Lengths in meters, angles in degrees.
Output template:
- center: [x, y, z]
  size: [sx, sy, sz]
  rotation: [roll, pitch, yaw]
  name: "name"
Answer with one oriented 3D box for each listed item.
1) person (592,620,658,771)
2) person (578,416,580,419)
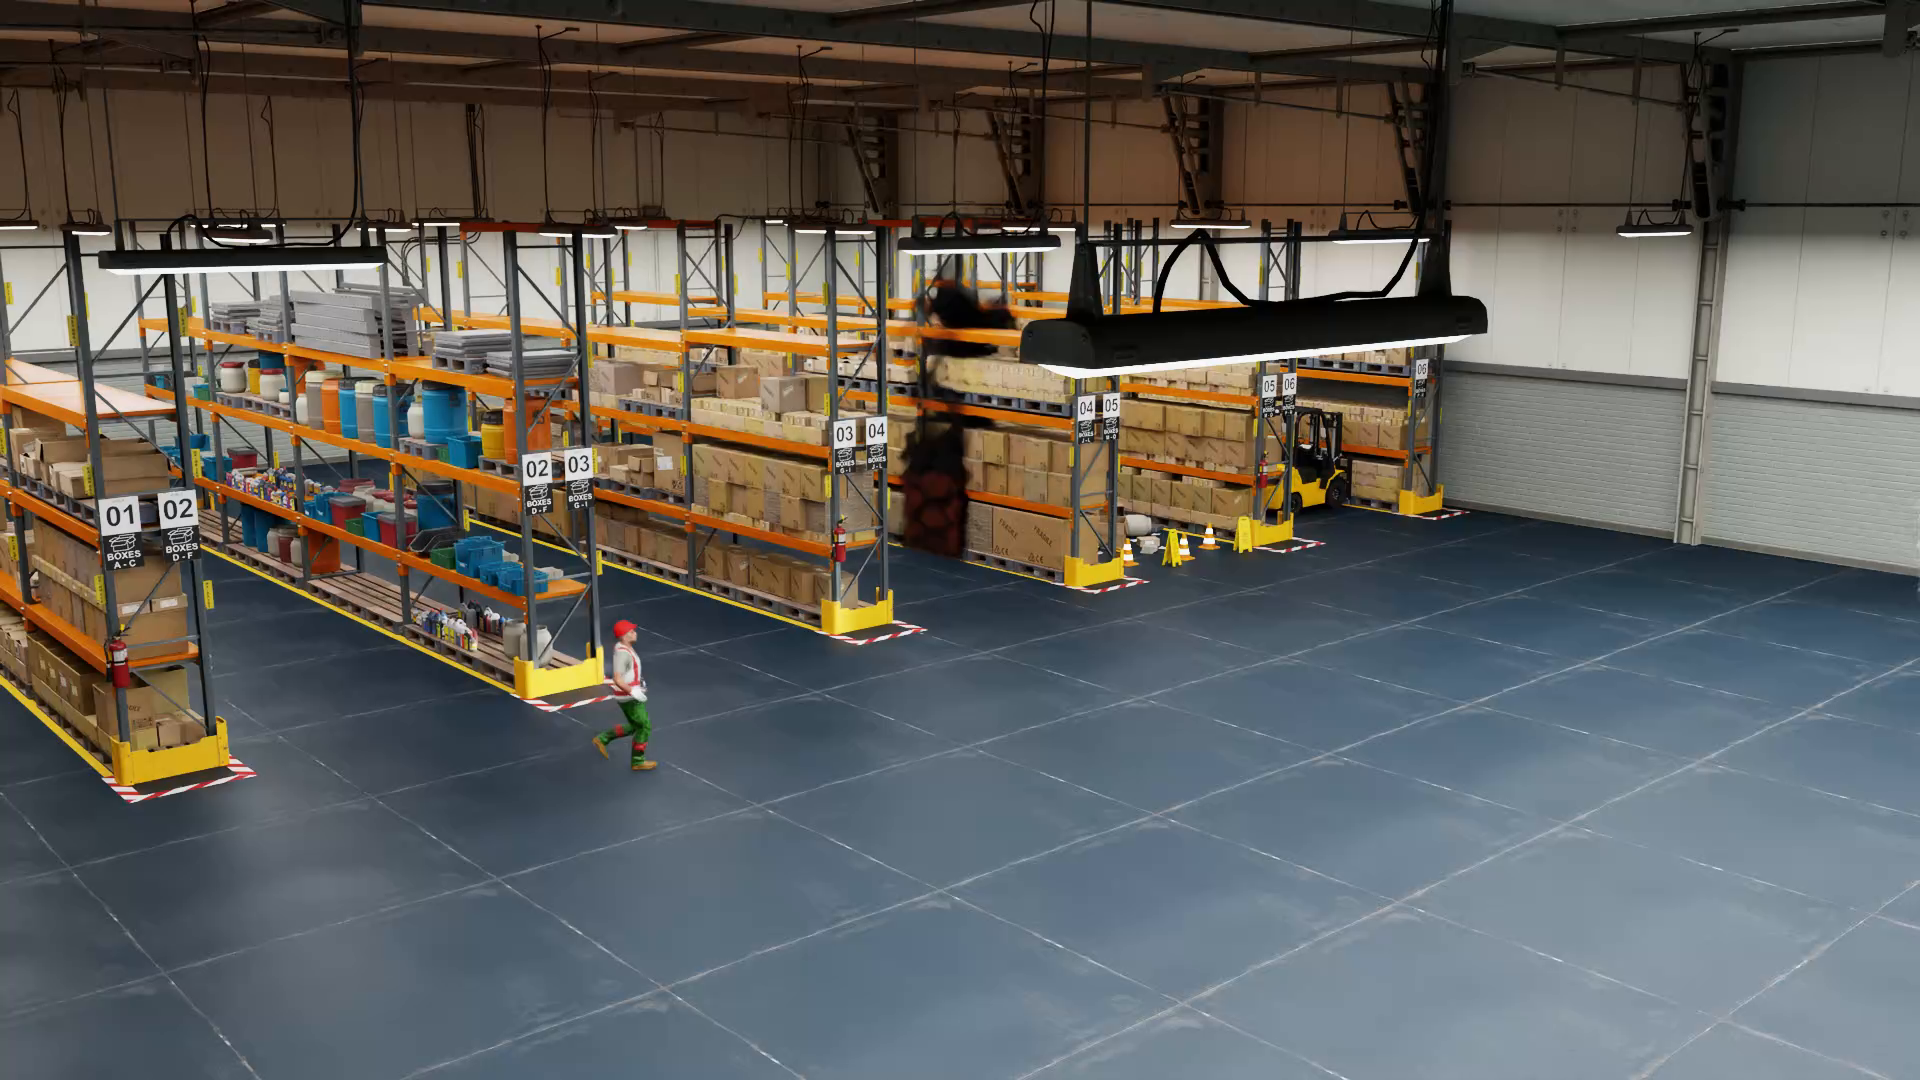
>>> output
- center: [-3.807, 1.757, 18.747]
  size: [0.724, 1.747, 0.698]
  rotation: [-2, 12, -12]
  name: "person"
- center: [-8.499, -2.010, 37.556]
  size: [0.556, 1.662, 0.610]
  rotation: [-9, 14, -37]
  name: "person"
